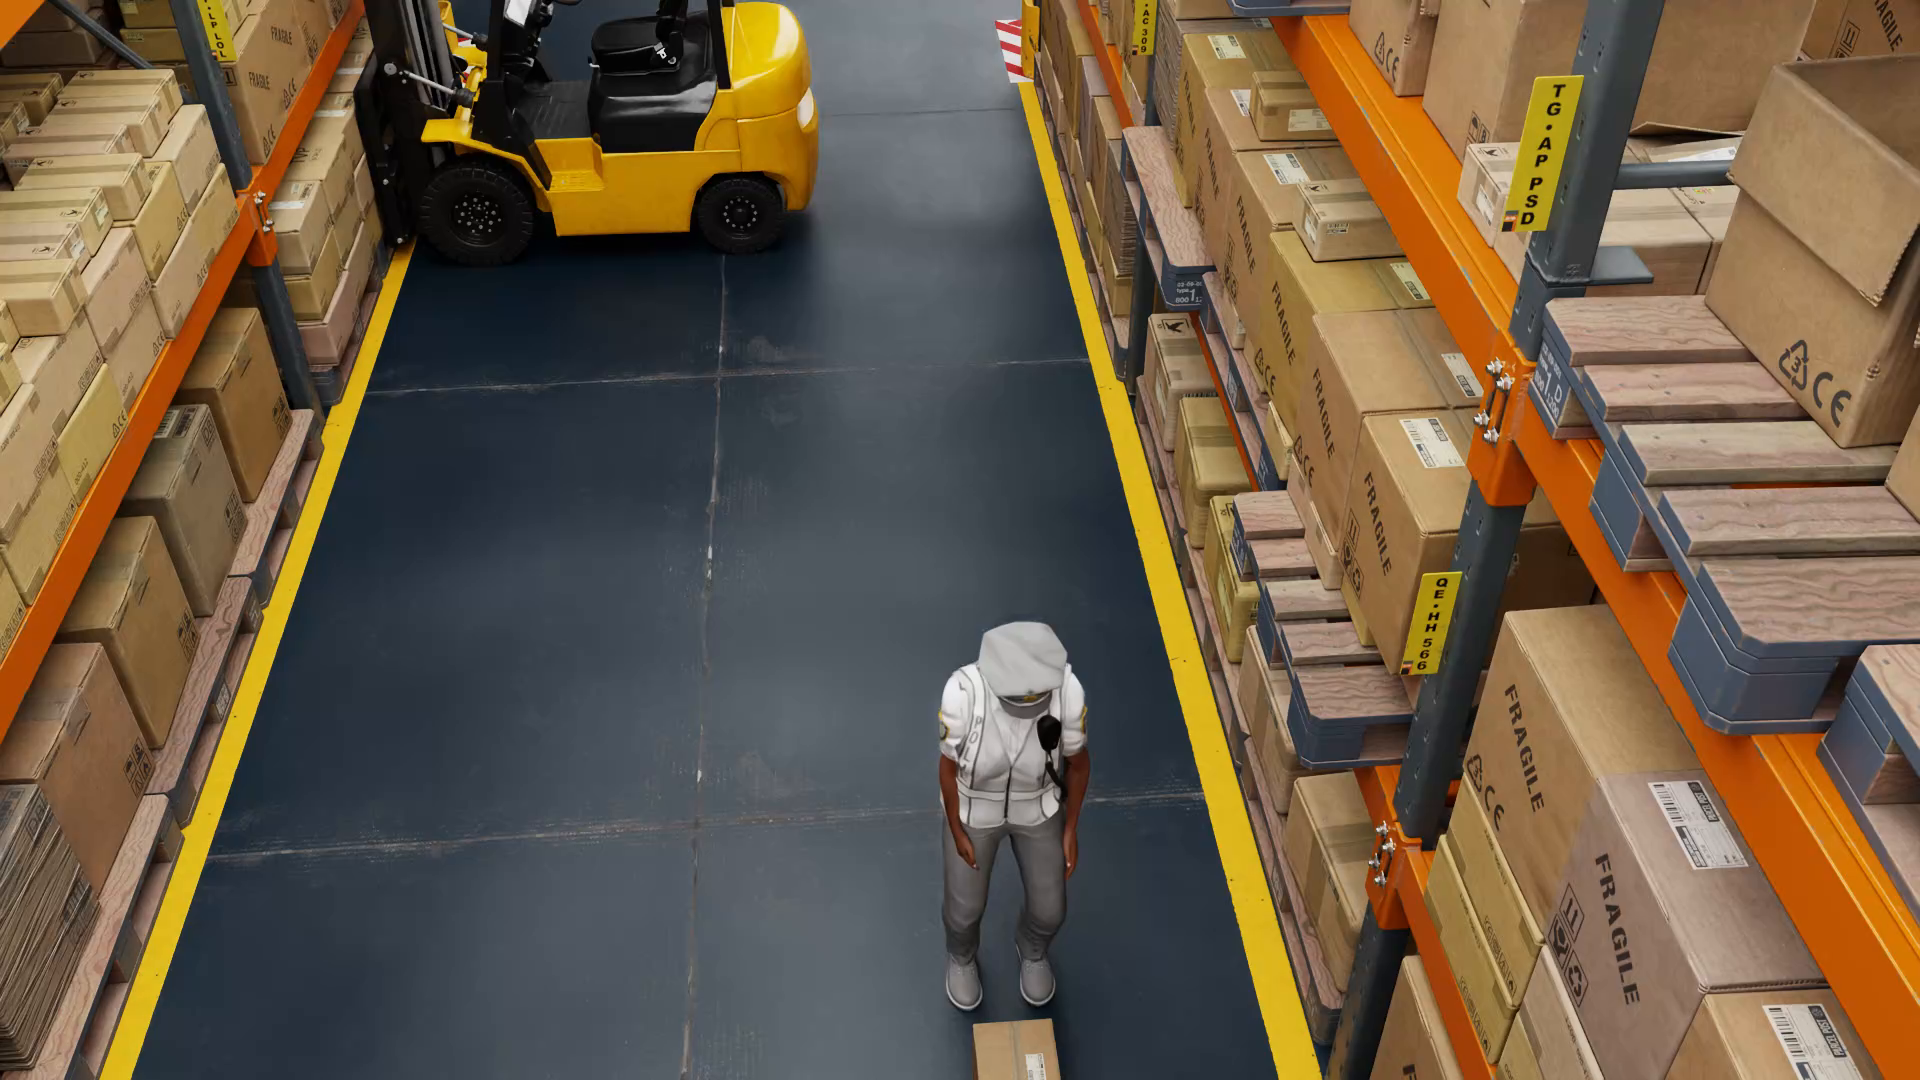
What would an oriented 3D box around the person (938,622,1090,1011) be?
[{"bbox_3d":[0.165,0.861,5.146,0.457,1.624,0.442,-2,39,-3],"label":"person"}]
